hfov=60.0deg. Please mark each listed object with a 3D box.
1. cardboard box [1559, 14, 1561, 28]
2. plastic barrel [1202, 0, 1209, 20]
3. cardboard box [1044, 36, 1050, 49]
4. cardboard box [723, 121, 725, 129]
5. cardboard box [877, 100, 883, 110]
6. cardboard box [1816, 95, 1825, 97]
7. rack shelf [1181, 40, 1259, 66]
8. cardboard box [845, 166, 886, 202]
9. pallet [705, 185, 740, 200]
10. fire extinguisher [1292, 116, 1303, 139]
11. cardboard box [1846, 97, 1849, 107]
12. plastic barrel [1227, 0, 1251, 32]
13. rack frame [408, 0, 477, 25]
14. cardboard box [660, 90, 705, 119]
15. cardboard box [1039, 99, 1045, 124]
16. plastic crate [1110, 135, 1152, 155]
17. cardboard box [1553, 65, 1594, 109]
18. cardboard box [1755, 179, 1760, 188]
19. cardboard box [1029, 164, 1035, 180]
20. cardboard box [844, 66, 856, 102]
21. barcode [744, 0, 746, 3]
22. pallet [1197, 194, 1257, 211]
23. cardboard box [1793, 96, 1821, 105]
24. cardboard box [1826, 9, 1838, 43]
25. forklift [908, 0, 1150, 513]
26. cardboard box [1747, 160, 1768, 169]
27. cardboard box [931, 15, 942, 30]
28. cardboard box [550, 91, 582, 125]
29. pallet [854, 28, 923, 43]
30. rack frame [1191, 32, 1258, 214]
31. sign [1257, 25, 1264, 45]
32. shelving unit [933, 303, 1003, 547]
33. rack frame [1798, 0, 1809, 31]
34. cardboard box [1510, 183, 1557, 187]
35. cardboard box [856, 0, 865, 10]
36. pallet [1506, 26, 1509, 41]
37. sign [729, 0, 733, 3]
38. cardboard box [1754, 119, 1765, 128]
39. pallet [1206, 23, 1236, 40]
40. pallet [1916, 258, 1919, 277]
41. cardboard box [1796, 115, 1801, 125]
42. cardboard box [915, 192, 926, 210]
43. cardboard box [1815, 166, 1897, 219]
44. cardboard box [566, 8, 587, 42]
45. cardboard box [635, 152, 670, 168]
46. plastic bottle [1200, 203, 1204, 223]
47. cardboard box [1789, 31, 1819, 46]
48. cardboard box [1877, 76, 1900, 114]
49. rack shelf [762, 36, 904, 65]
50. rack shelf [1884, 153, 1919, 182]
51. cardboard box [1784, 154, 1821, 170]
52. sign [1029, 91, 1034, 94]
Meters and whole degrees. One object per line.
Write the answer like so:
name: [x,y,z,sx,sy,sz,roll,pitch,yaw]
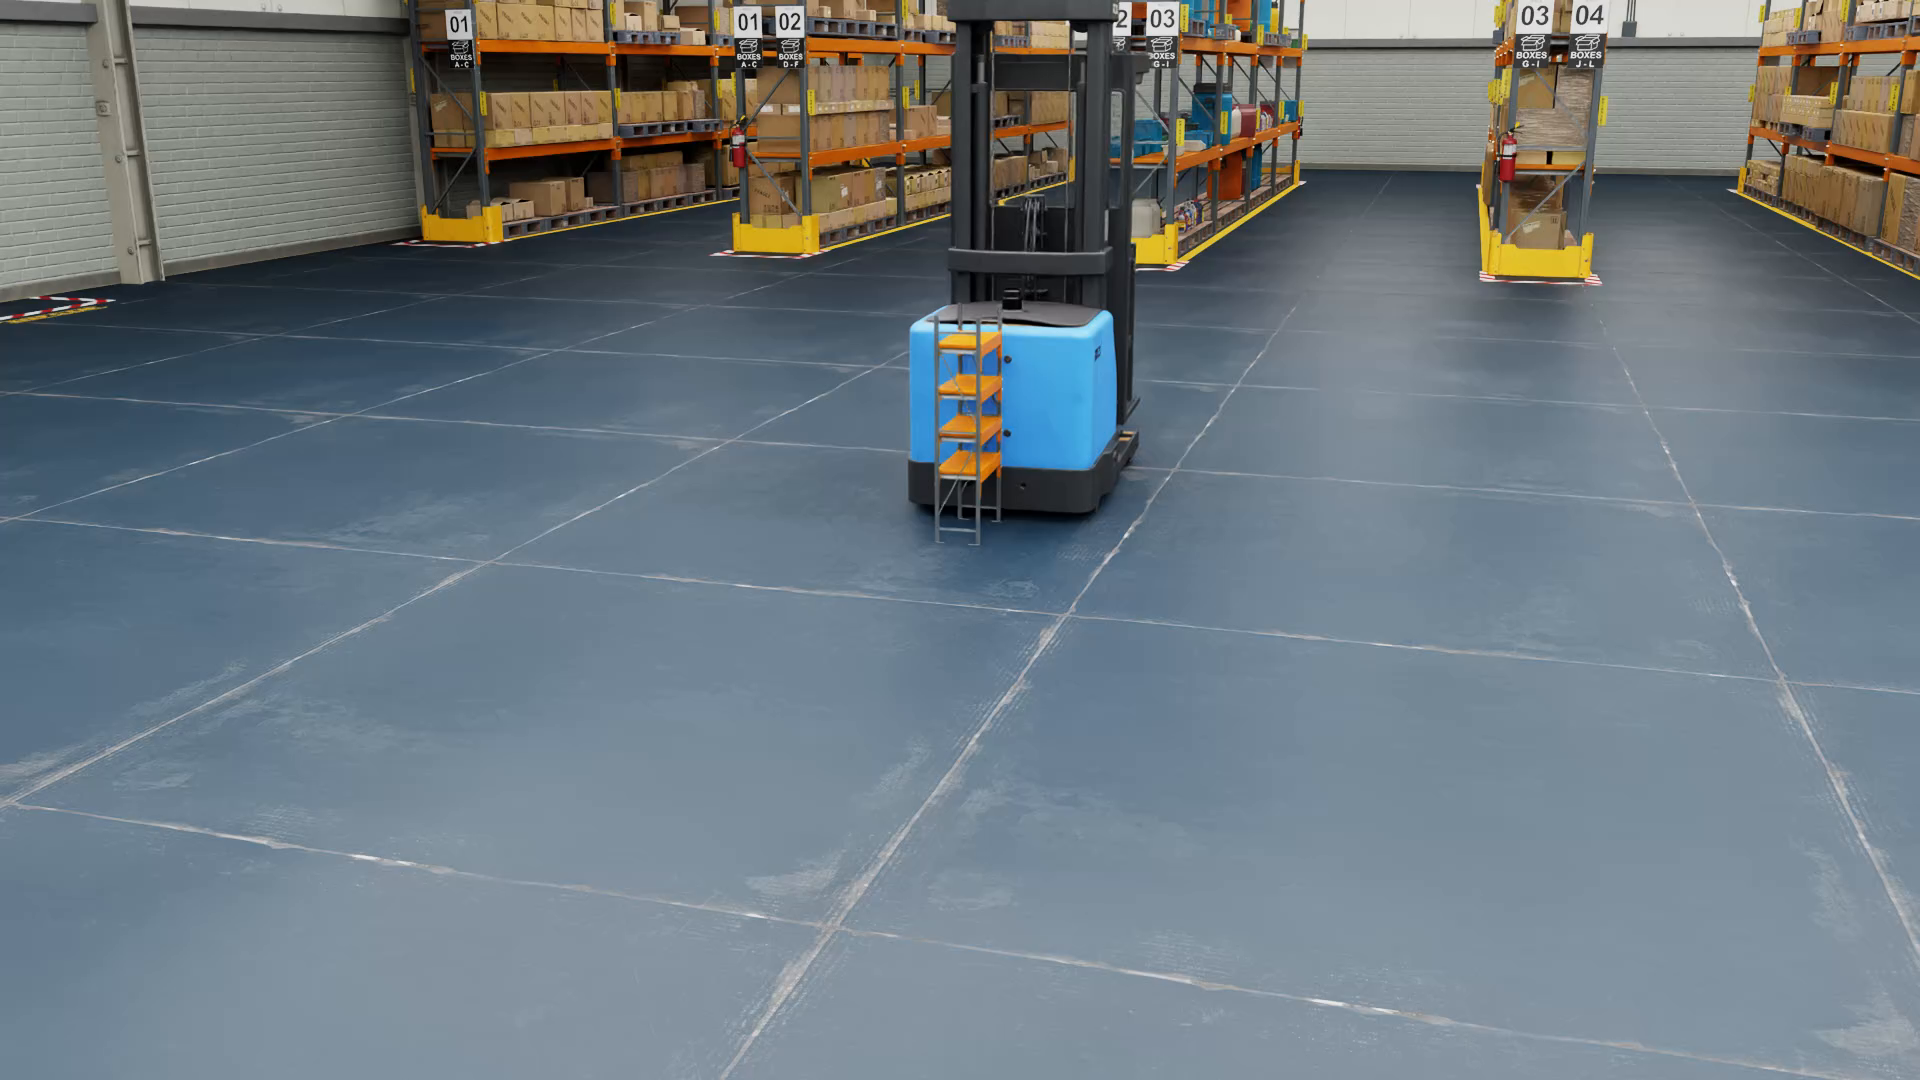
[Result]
cardboard box: [7.512,-6.255,20.162,0.500,0.250,0.500,4,16,15]
plastic barrel: [3.497,-8.078,25.397,0.600,0.901,0.600,0,16,0]
cardboard box: [1.564,-10.291,34.393,0.500,0.250,0.500,5,16,16]
cardboard box: [-4.672,-7.845,31.413,0.380,0.149,0.250,4,16,15]
cardboard box: [-1.390,-6.597,25.220,0.380,0.149,0.250,4,16,14]
cardboard box: [15.506,-7.672,29.653,0.500,0.500,0.500,4,16,15]
rack shelf: [3.943,-7.693,26.277,1.077,0.370,4.000,5,16,16]
cardboard box: [-1.449,-5.430,25.371,0.500,0.500,0.500,5,16,16]
pallet: [-4.691,-6.747,32.229,1.003,0.211,1.213,5,16,16]
fire extinguisher: [7.263,-9.000,35.888,0.296,0.674,0.183,5,16,16]
cardboard box: [14.676,-7.142,27.111,0.380,0.149,0.250,5,17,18]
plastic barrel: [4.675,-9.120,28.431,0.600,0.830,0.708,5,16,16]
rack frame: [-7.261,-8.681,22.944,1.000,3.000,0.127,5,16,16]
cardboard box: [-5.112,-8.024,30.632,0.700,0.500,0.500,3,16,9]
cardboard box: [1.448,-8.846,34.335,0.500,0.500,0.500,5,17,17]
plastic crate: [2.283,-5.279,22.215,0.499,0.251,0.408,5,16,16]
cardboard box: [7.404,-5.437,19.942,0.500,0.500,0.500,5,16,16]
cardboard box: [15.431,-6.804,31.777,0.380,0.149,0.250,4,16,13]
cardboard box: [1.226,-7.562,34.115,0.500,0.311,0.500,5,16,16]
cardboard box: [-1.922,-6.620,24.111,0.700,0.500,0.500,5,16,16]
barcode: [-2.887,-7.250,22.333,0.001,0.075,0.075,5,16,16]
pallet: [4.695,-5.987,29.552,1.003,0.211,1.213,5,16,16]
cardboard box: [14.276,-7.398,28.017,0.380,0.149,0.250,4,16,15]
cardboard box: [14.035,-8.116,26.268,0.500,0.500,0.500,5,16,16]
forklift: [0.540,-1.916,10.214,1.130,2.935,3.031,4,16,13]
cardboard box: [15.785,-7.423,32.869,0.380,0.149,0.250,4,16,13]
cardboard box: [-0.617,-8.667,27.898,0.500,0.250,0.500,4,16,15]
cardboard box: [-6.252,-6.730,25.923,0.500,0.500,0.500,4,16,14]
pallet: [-1.136,-8.041,26.535,0.805,0.209,1.217,4,16,14]
rack frame: [4.511,-7.120,28.433,1.000,3.000,0.127,5,16,16]
sign: [5.040,-8.471,27.894,0.100,0.325,0.005,5,16,16]
shelving unit: [0.047,-0.615,8.799,0.258,1.200,0.503,4,16,14]
rack frame: [15.123,-10.257,28.501,1.000,3.000,0.127,5,16,16]
cardboard box: [8.630,-5.127,25.182,0.700,0.500,0.500,3,16,11]
cardboard box: [-1.770,-8.107,25.209,0.500,0.500,0.500,6,17,20]
pallet: [8.692,-7.466,24.503,1.213,0.211,1.003,5,16,16]
sign: [-3.027,-7.288,22.053,0.100,0.325,0.005,5,16,16]
cardboard box: [15.693,-8.101,32.354,0.380,0.149,0.250,4,16,14]
pallet: [3.263,-7.229,23.668,1.213,0.211,1.003,5,16,16]
pallet: [11.865,-3.105,19.390,1.003,0.211,1.213,5,16,16]
cardboard box: [14.130,-6.977,27.621,0.380,0.149,0.250,4,16,13]
cardboard box: [-0.875,-5.557,27.194,0.500,0.250,0.500,5,17,17]
cardboard box: [13.727,-5.292,25.342,1.050,0.750,0.750,4,16,15]
cardboard box: [-6.187,-8.059,26.030,0.500,0.500,0.500,3,16,11]
cardboard box: [-5.506,-6.786,29.658,0.500,0.250,0.500,5,16,16]
plastic bottle: [3.554,-4.826,24.520,0.061,0.283,0.133,5,17,19]
cardboard box: [15.004,-8.891,29.457,0.500,0.250,0.500,5,17,17]
cardboard box: [13.273,-6.204,23.191,0.700,0.500,0.500,5,17,16]
rack shelf: [-1.942,-7.032,23.945,1.077,0.370,4.000,5,16,16]
rack shelf: [12.281,-4.409,20.193,1.077,0.370,4.000,5,16,16]
cardboard box: [14.660,-6.558,28.891,0.500,0.250,0.500,4,16,13]
sign: [1.433,-9.066,33.174,0.100,0.325,0.005,5,16,16]
